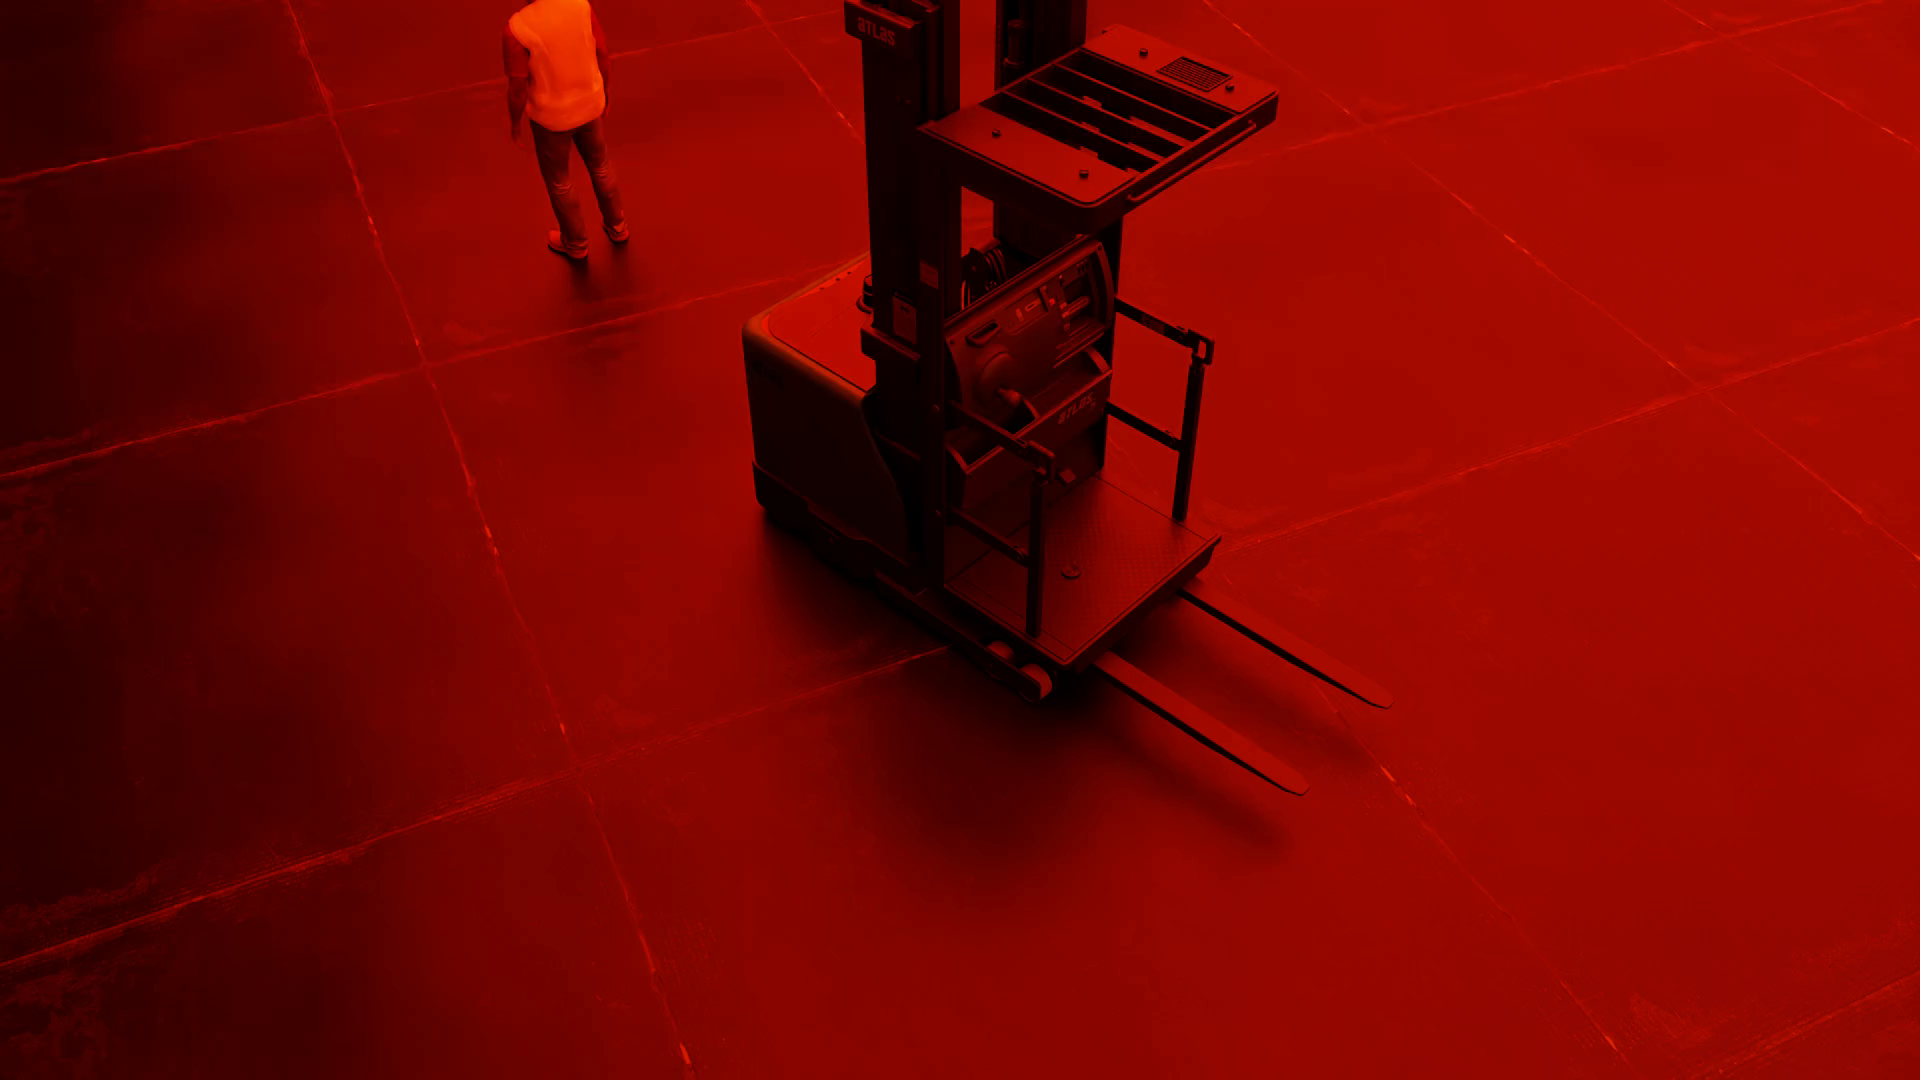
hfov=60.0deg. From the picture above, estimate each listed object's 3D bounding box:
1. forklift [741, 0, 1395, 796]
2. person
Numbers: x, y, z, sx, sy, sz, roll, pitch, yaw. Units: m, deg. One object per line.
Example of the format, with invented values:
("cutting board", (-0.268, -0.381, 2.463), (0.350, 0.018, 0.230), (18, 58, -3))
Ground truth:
("forklift", (0.445, -0.788, 6.525), (3.031, 2.935, 1.130), (32, 52, 30))
("person", (-2.174, -2.368, 9.077), (0.636, 1.761, 0.454), (-31, 51, -29))
